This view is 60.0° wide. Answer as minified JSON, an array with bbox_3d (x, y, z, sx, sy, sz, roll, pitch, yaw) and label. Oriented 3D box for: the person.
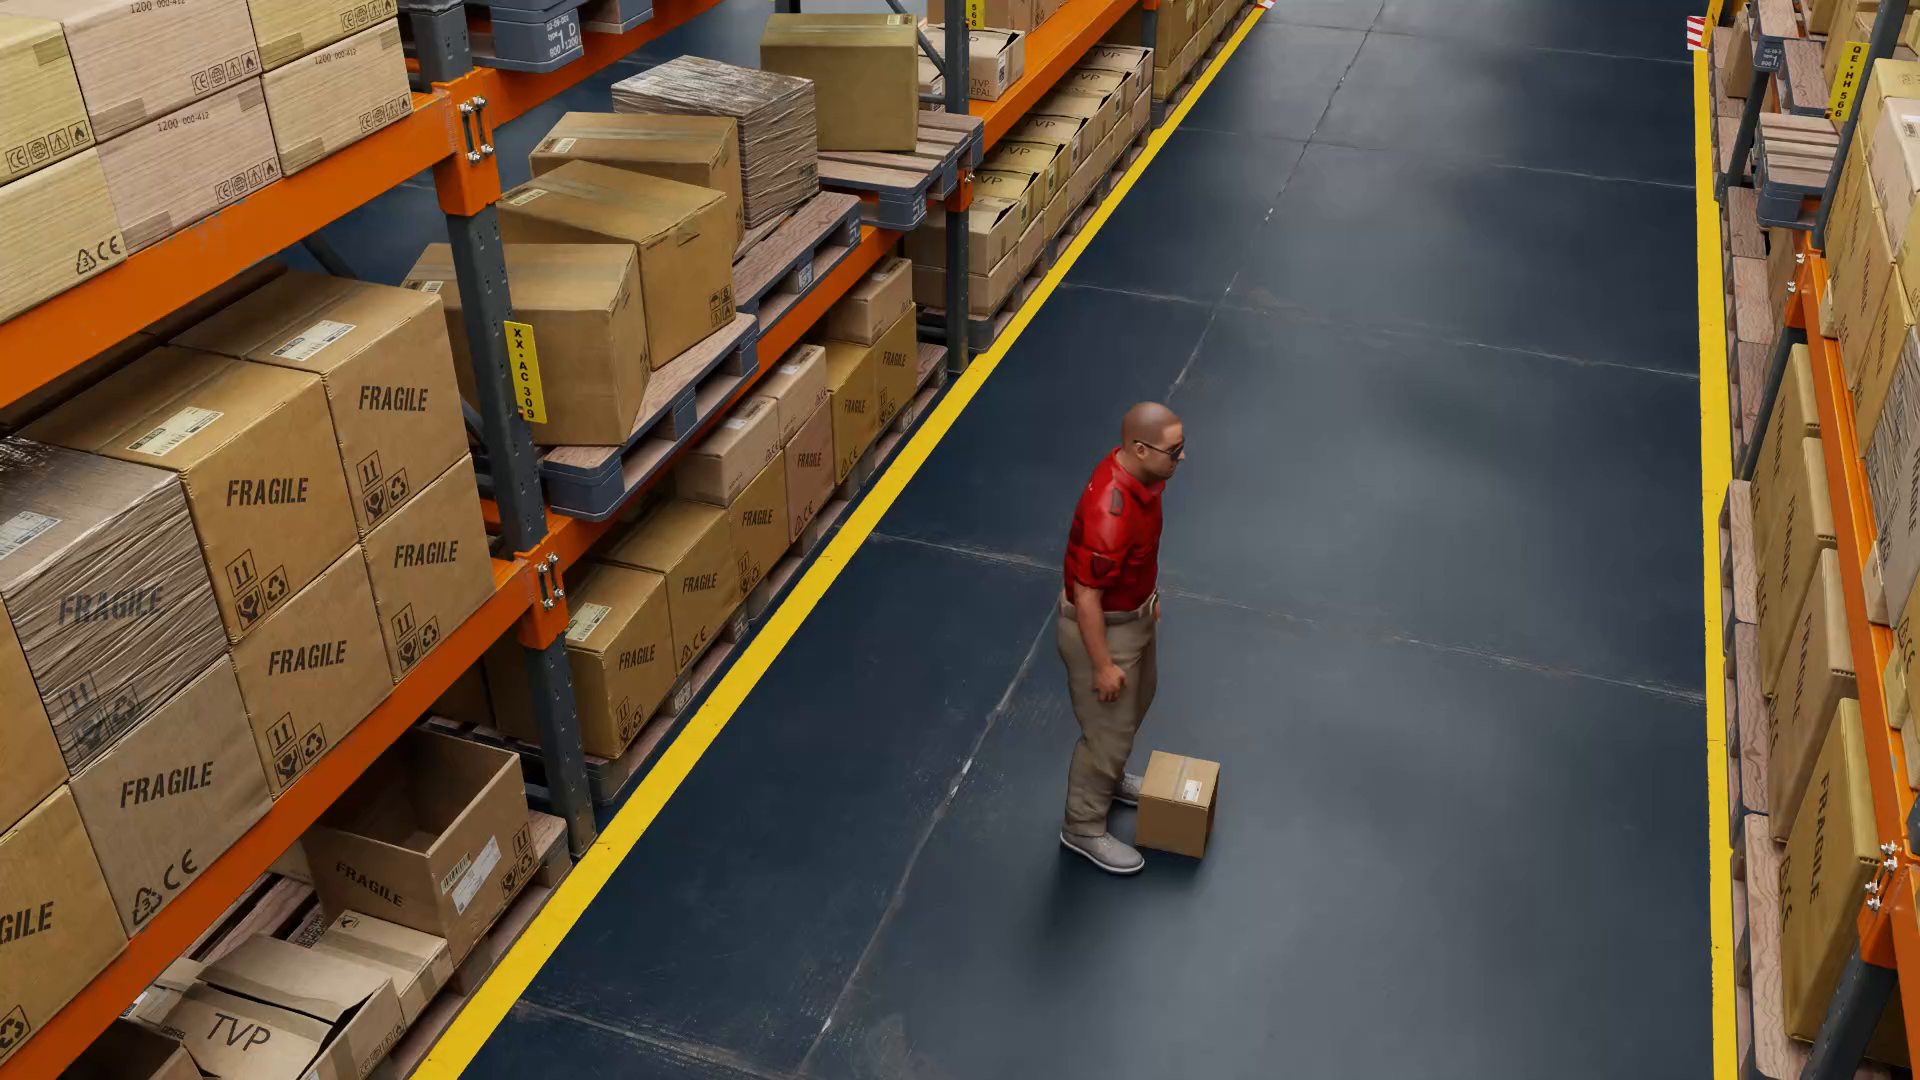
[{"bbox_3d":[0.546,0.338,5.713,0.394,1.637,0.587,11,35,17],"label":"person"}]
